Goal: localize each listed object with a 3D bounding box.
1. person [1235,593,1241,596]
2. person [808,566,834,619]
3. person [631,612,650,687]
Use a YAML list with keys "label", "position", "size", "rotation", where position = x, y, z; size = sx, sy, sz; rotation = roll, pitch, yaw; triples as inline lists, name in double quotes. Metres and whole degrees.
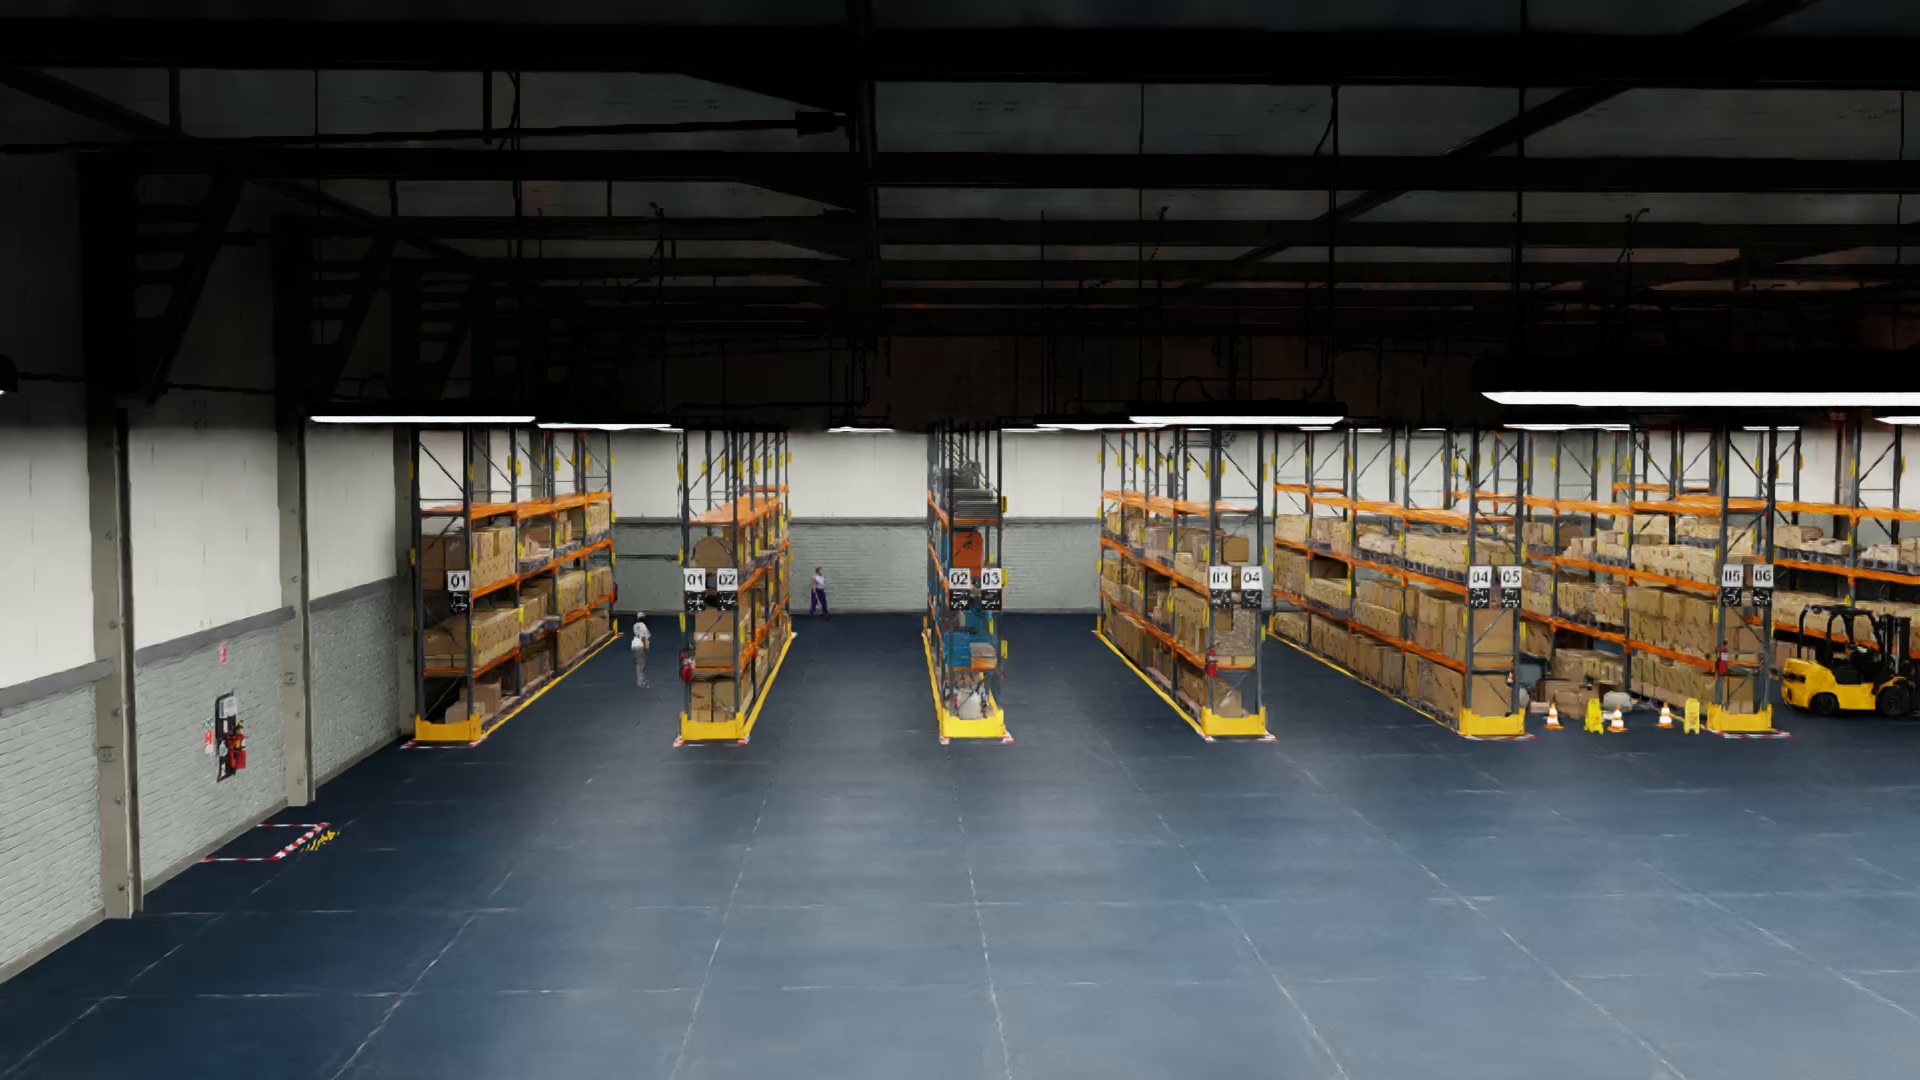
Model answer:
- label: "person"
  position: [8.640, 1.602, 51.528]
  size: [0.491, 1.661, 0.591]
  rotation: [4, 5, 44]
- label: "person"
  position: [-4.330, 1.615, 51.270]
  size: [0.561, 1.640, 0.734]
  rotation: [2, 4, 34]
- label: "person"
  position: [-7.212, 2.467, 37.720]
  size: [0.450, 1.668, 0.530]
  rotation: [-2, 4, -32]
